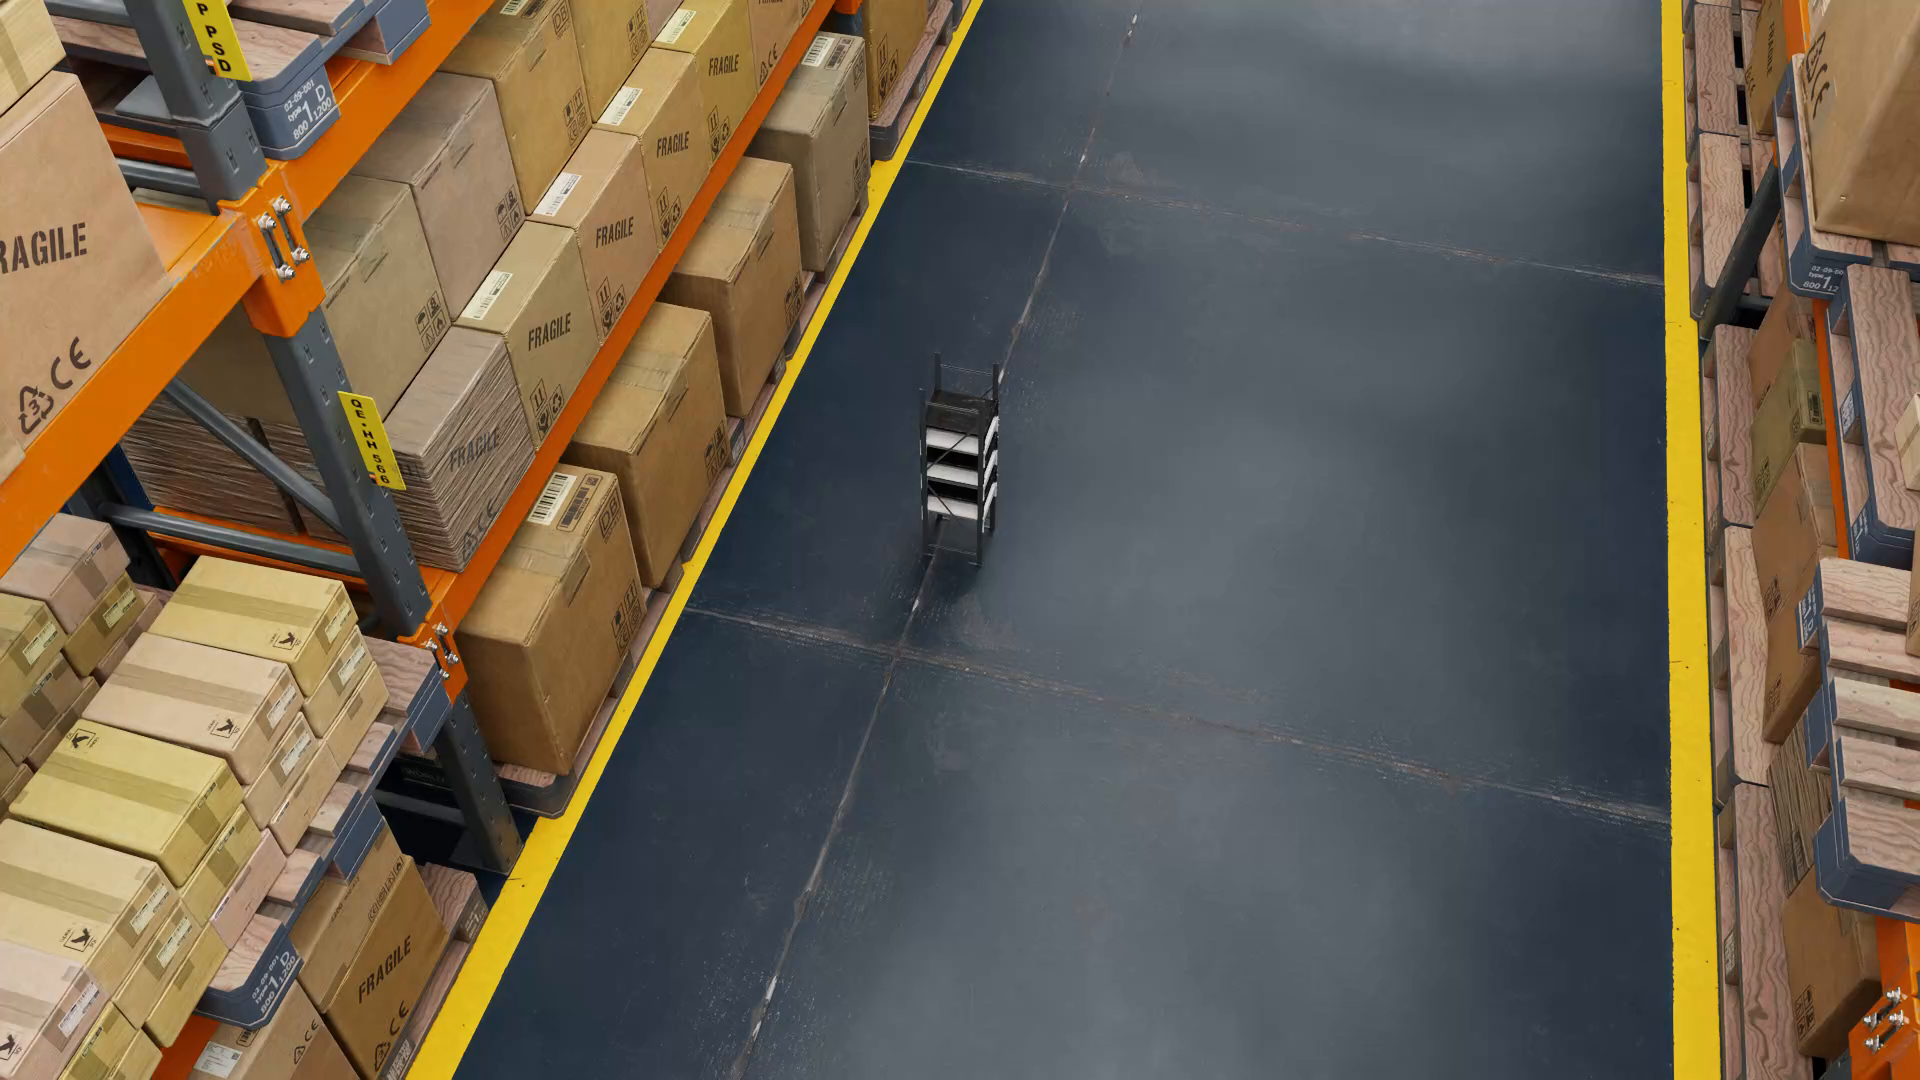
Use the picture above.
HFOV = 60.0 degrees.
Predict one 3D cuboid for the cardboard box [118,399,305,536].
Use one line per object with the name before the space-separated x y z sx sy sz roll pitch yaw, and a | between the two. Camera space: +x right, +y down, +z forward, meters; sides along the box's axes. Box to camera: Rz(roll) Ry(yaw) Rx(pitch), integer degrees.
cardboard box | -2.140 -0.401 4.955 0.500 0.500 0.500 12 50 10

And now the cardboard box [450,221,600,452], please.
cardboard box | -1.490 -0.662 5.185 0.500 0.500 0.500 11 50 10

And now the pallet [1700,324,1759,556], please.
pallet | 3.608 -0.344 6.832 1.003 0.211 1.213 12 50 10

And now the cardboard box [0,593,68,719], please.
cardboard box | -2.376 0.250 3.939 0.380 0.149 0.250 10 49 9

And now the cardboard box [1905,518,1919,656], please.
cardboard box | 2.913 0.069 4.260 0.700 0.500 0.500 18 51 16

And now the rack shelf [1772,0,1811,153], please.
rack shelf | 4.338 -3.039 7.830 1.077 0.370 4.000 12 50 10

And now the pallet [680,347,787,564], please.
pallet | -1.396 -0.501 6.970 1.003 0.211 1.213 12 50 10

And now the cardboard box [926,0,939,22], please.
cardboard box | -0.480 -3.412 8.816 0.875 0.875 0.875 12 50 10

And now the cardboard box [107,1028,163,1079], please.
cardboard box | -1.959 1.143 3.547 0.380 0.149 0.250 10 49 8

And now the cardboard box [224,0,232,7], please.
cardboard box | -1.758 -1.280 3.618 0.380 0.149 0.250 10 49 9

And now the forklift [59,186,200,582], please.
forklift | -3.065 -1.529 6.063 1.130 2.935 3.031 12 50 10

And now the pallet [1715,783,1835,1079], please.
pallet | 2.966 1.421 5.274 1.003 0.211 1.213 12 50 10

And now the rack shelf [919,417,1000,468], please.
rack shelf | -0.002 -0.389 6.216 0.258 0.077 0.200 12 50 10

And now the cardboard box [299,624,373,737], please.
cardboard box | -1.690 0.304 4.089 0.380 0.149 0.250 12 50 11

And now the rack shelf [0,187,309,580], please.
rack shelf | -2.526 0.703 2.526 1.077 0.370 4.000 12 50 10

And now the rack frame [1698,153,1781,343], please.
rack frame | 3.812 -1.830 6.283 1.000 3.000 0.127 12 50 10

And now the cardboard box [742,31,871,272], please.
cardboard box | -1.024 -1.810 7.486 1.050 0.750 0.750 11 50 10

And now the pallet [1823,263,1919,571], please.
pallet | 3.240 -0.313 5.073 1.003 0.211 1.213 12 50 10

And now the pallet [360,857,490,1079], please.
pallet | -2.207 1.499 5.205 1.003 0.211 1.213 12 50 10

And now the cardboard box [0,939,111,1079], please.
cardboard box | -1.959 0.941 3.328 0.380 0.149 0.250 12 50 10

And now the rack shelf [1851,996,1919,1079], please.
rack shelf | 2.232 2.748 2.723 1.077 0.370 4.000 12 50 10

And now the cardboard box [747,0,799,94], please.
cardboard box | -0.959 -2.119 6.472 0.500 0.500 0.500 11 50 10

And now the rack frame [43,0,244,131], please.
rack frame | -2.000 -1.974 2.409 1.000 3.000 0.127 12 50 10

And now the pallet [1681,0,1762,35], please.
pallet | 4.596 -3.165 9.321 1.003 0.211 1.213 12 50 10

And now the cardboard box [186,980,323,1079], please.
cardboard box | -2.049 1.365 4.350 0.500 0.250 0.500 12 50 11

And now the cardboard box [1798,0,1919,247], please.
cardboard box | 3.467 -1.620 5.418 1.000 1.000 1.000 12 50 10

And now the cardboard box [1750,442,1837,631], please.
cardboard box | 3.339 0.037 6.009 0.700 0.500 0.500 8 49 7

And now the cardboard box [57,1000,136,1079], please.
cardboard box | -1.960 1.049 3.431 0.380 0.149 0.250 11 50 10

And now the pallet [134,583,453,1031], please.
pallet | -2.085 0.611 4.257 1.213 0.211 1.003 12 50 10

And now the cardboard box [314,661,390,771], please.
cardboard box | -1.686 0.403 4.200 0.380 0.149 0.250 12 50 11

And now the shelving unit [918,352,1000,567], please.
shelving unit | -0.002 -0.292 6.326 0.258 0.900 0.210 12 50 10

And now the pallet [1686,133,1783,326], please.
pallet | 3.954 -1.400 7.764 1.003 0.211 1.213 12 50 10

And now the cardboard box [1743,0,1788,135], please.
cardboard box | 4.186 -2.304 8.088 0.500 0.500 0.500 8 49 7

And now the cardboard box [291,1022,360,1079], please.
cardboard box | -2.061 1.602 4.641 0.500 0.500 0.500 13 50 12

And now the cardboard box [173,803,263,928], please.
cardboard box | -1.826 0.689 3.750 0.380 0.149 0.250 13 50 11

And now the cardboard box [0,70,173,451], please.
cardboard box | -1.905 -0.551 3.087 0.500 0.500 0.500 12 50 10

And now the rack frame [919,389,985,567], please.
rack frame | -0.029 -0.218 6.261 0.240 0.900 0.006 12 50 10

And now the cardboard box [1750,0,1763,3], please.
cardboard box | 4.560 -3.148 8.833 0.500 0.500 0.500 24 53 20

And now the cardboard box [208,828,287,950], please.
cardboard box | -1.820 0.768 3.877 0.380 0.149 0.250 12 50 11

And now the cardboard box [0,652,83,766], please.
cardboard box | -2.390 0.364 4.036 0.380 0.149 0.250 14 50 12

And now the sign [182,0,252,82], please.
sign | -1.477 -1.044 3.244 0.100 0.325 0.005 12 50 10

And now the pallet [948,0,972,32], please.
pallet | -0.352 -3.379 9.510 1.003 0.211 1.213 12 50 10

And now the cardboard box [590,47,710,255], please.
cardboard box | -1.224 -1.386 5.825 0.500 0.500 0.500 11 50 10

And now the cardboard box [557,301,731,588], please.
cardboard box | -1.526 -0.439 6.276 1.050 0.750 0.750 12 50 11

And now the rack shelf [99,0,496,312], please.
rack shelf | -1.473 -2.190 5.080 1.077 0.370 4.000 12 50 10

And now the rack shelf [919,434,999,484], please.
rack shelf | -0.002 -0.329 6.284 0.258 0.077 0.200 12 50 10

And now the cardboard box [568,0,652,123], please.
cardboard box | -1.473 -1.783 5.508 0.700 0.500 0.500 11 50 10

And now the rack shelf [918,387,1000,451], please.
rack shelf | -0.002 -0.449 6.149 0.258 0.077 0.200 12 50 10

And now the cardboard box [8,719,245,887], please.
cardboard box | -1.824 0.574 3.652 0.380 0.149 0.250 13 50 11

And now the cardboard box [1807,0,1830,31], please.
cardboard box | 3.660 -2.139 6.724 0.380 0.149 0.250 12 50 10

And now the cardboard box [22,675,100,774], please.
cardboard box | -2.383 0.433 4.173 0.380 0.149 0.250 14 50 12

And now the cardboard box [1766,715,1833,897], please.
cardboard box | 3.049 0.852 5.290 0.700 0.500 0.500 8 49 7

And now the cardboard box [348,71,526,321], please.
cardboard box | -1.740 -1.041 4.854 0.700 0.500 0.500 11 49 9

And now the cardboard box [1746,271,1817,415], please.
cardboard box | 3.629 -0.709 6.667 0.700 0.500 0.500 8 49 7

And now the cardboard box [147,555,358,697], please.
cardboard box | -1.686 0.204 3.979 0.380 0.149 0.250 10 49 9
